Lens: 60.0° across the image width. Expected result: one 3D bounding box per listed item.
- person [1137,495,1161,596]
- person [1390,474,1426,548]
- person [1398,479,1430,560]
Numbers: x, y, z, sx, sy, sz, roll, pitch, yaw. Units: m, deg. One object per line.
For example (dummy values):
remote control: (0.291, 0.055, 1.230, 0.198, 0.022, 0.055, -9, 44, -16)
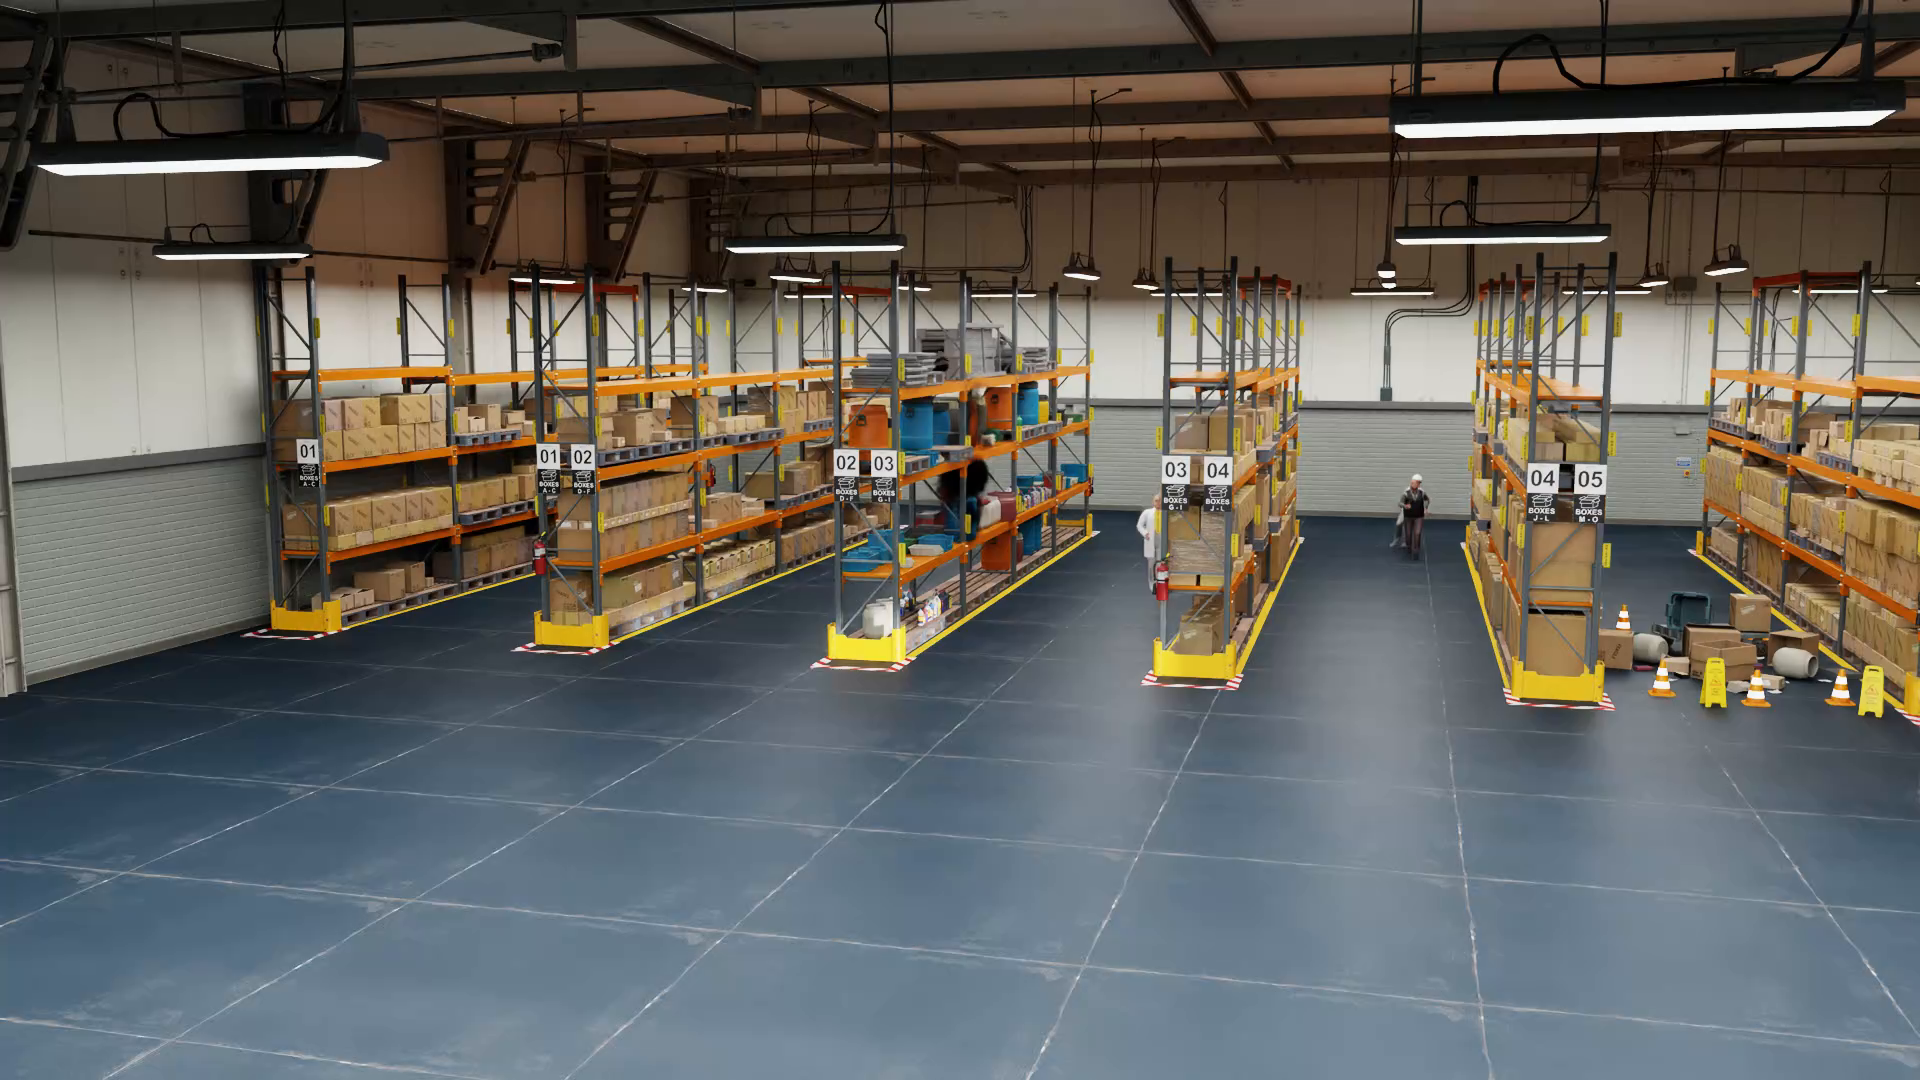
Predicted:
person: (3.503, 0.087, 29.564, 0.720, 1.781, 0.845, 0, 7, 3)
person: (10.243, -0.657, 37.836, 0.761, 1.702, 0.681, 5, 9, 36)
person: (9.871, -0.473, 36.208, 0.669, 1.714, 0.990, 2, 7, 15)
